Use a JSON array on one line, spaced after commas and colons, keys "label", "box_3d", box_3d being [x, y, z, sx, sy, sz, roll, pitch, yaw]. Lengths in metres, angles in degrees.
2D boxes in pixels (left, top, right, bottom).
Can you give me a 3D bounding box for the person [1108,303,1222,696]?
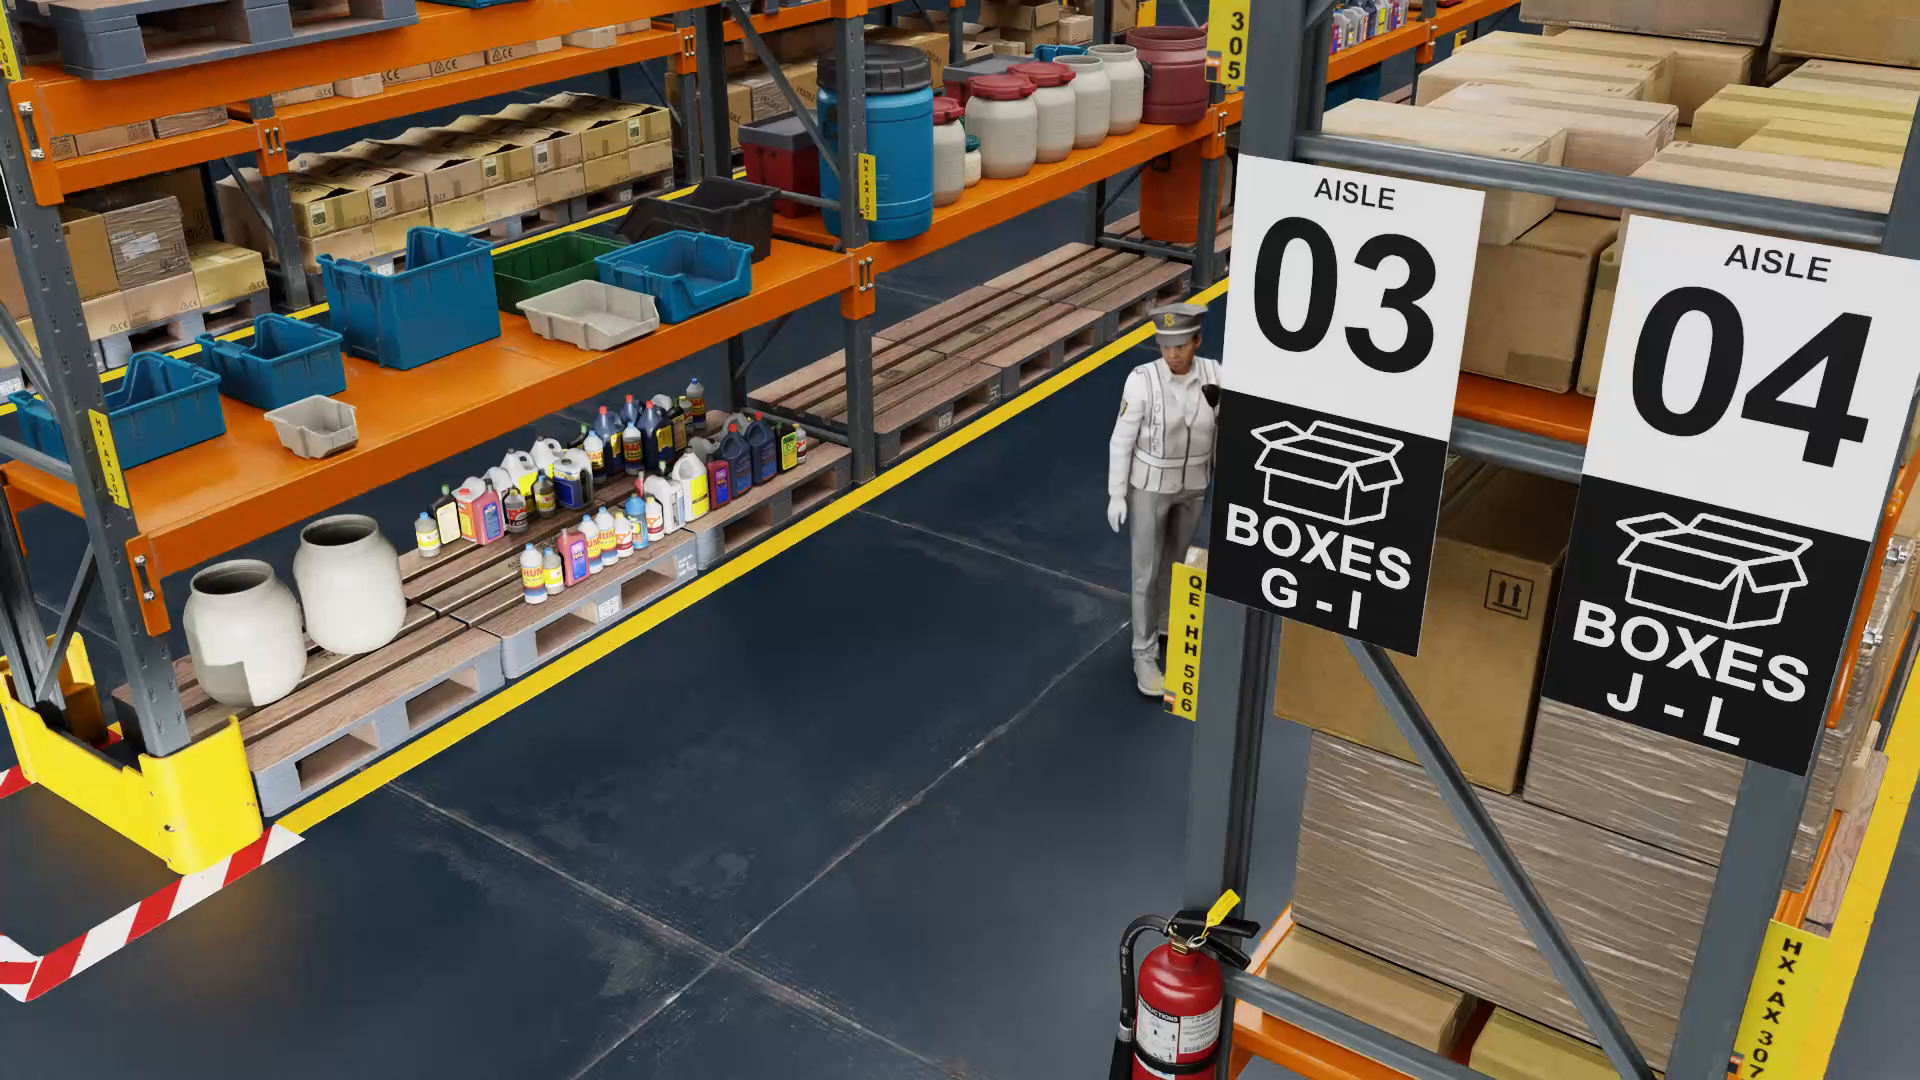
[{"label": "person", "box_3d": [0.884, -0.204, 6.970, 0.529, 1.656, 0.582, -9, 29, -17]}]
